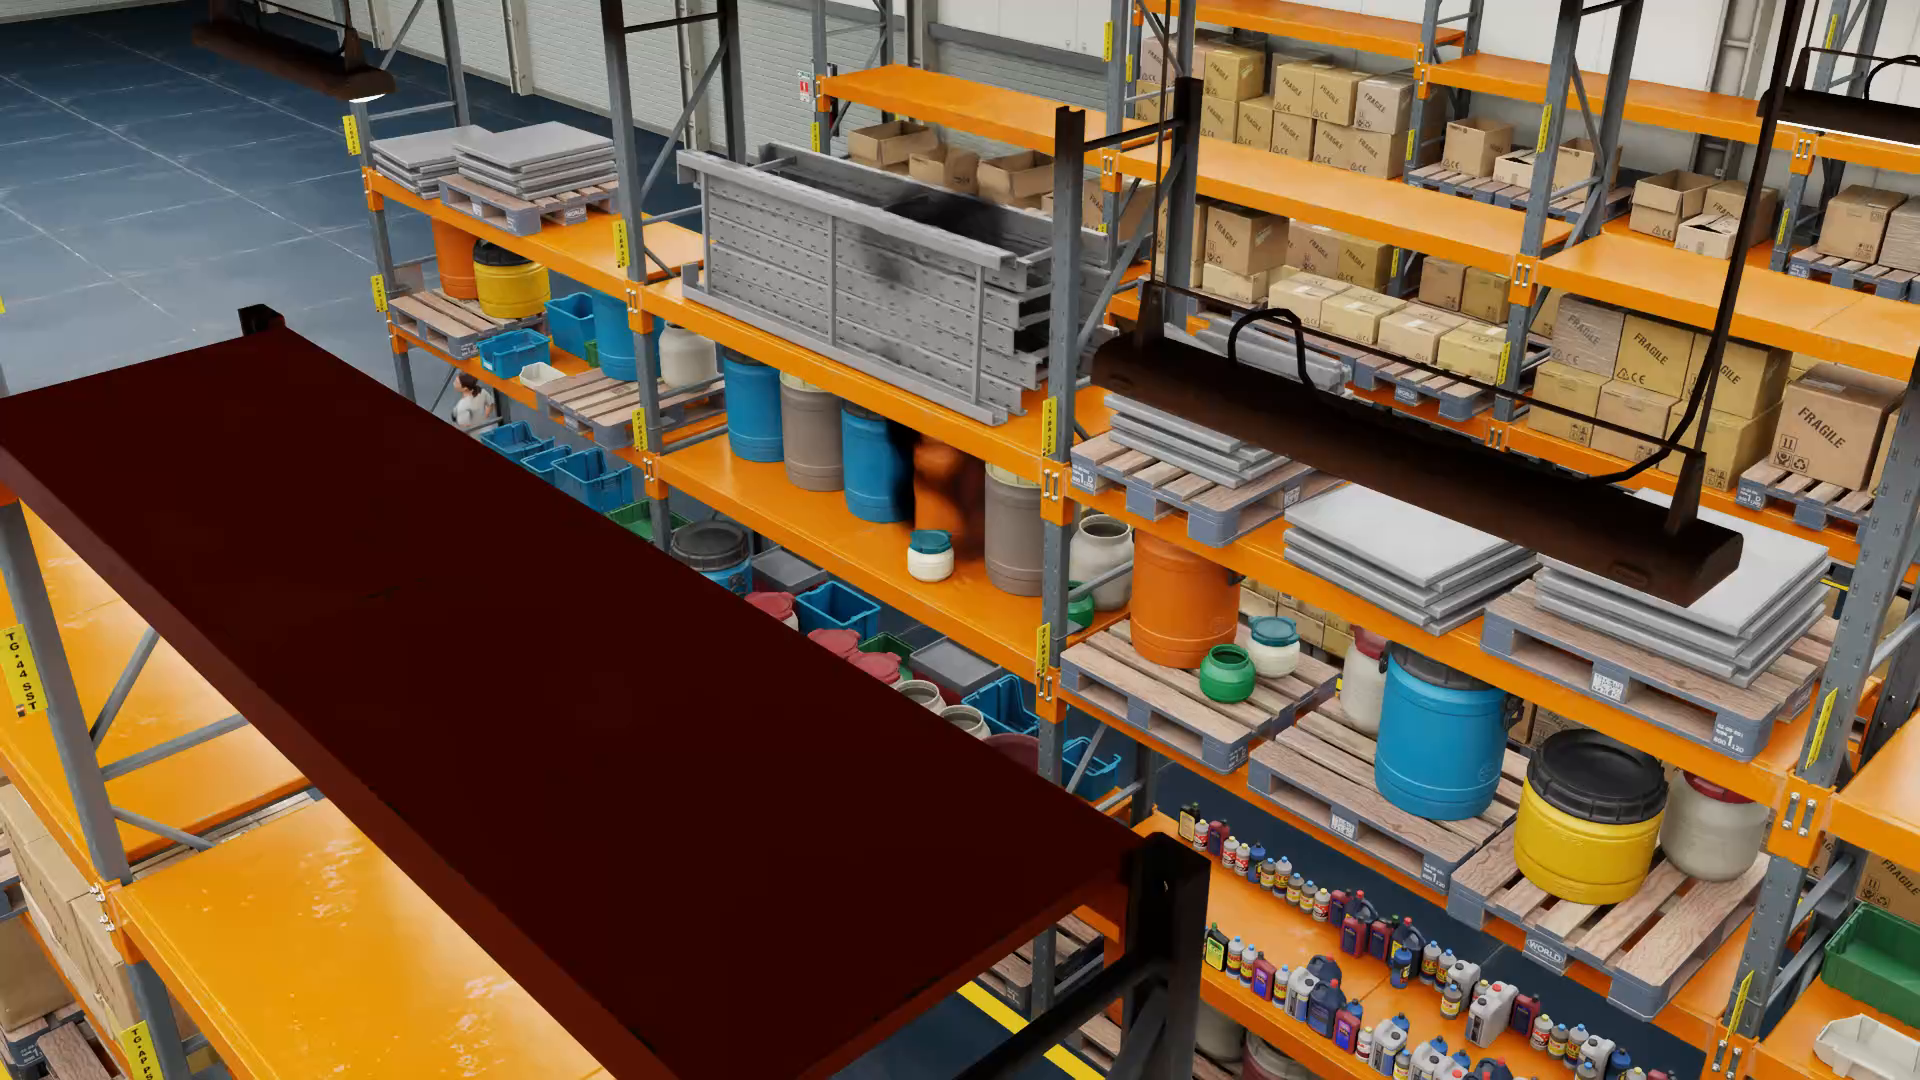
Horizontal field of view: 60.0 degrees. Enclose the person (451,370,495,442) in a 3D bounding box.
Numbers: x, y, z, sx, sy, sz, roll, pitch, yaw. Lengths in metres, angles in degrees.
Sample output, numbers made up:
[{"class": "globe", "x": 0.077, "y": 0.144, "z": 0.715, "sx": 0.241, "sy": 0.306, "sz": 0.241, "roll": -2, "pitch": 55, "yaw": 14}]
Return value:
[{"class": "person", "x": -4.914, "y": -0.995, "z": 17.012, "sx": 0.680, "sy": 1.643, "sz": 0.606, "roll": 4, "pitch": 28, "yaw": 8}]
